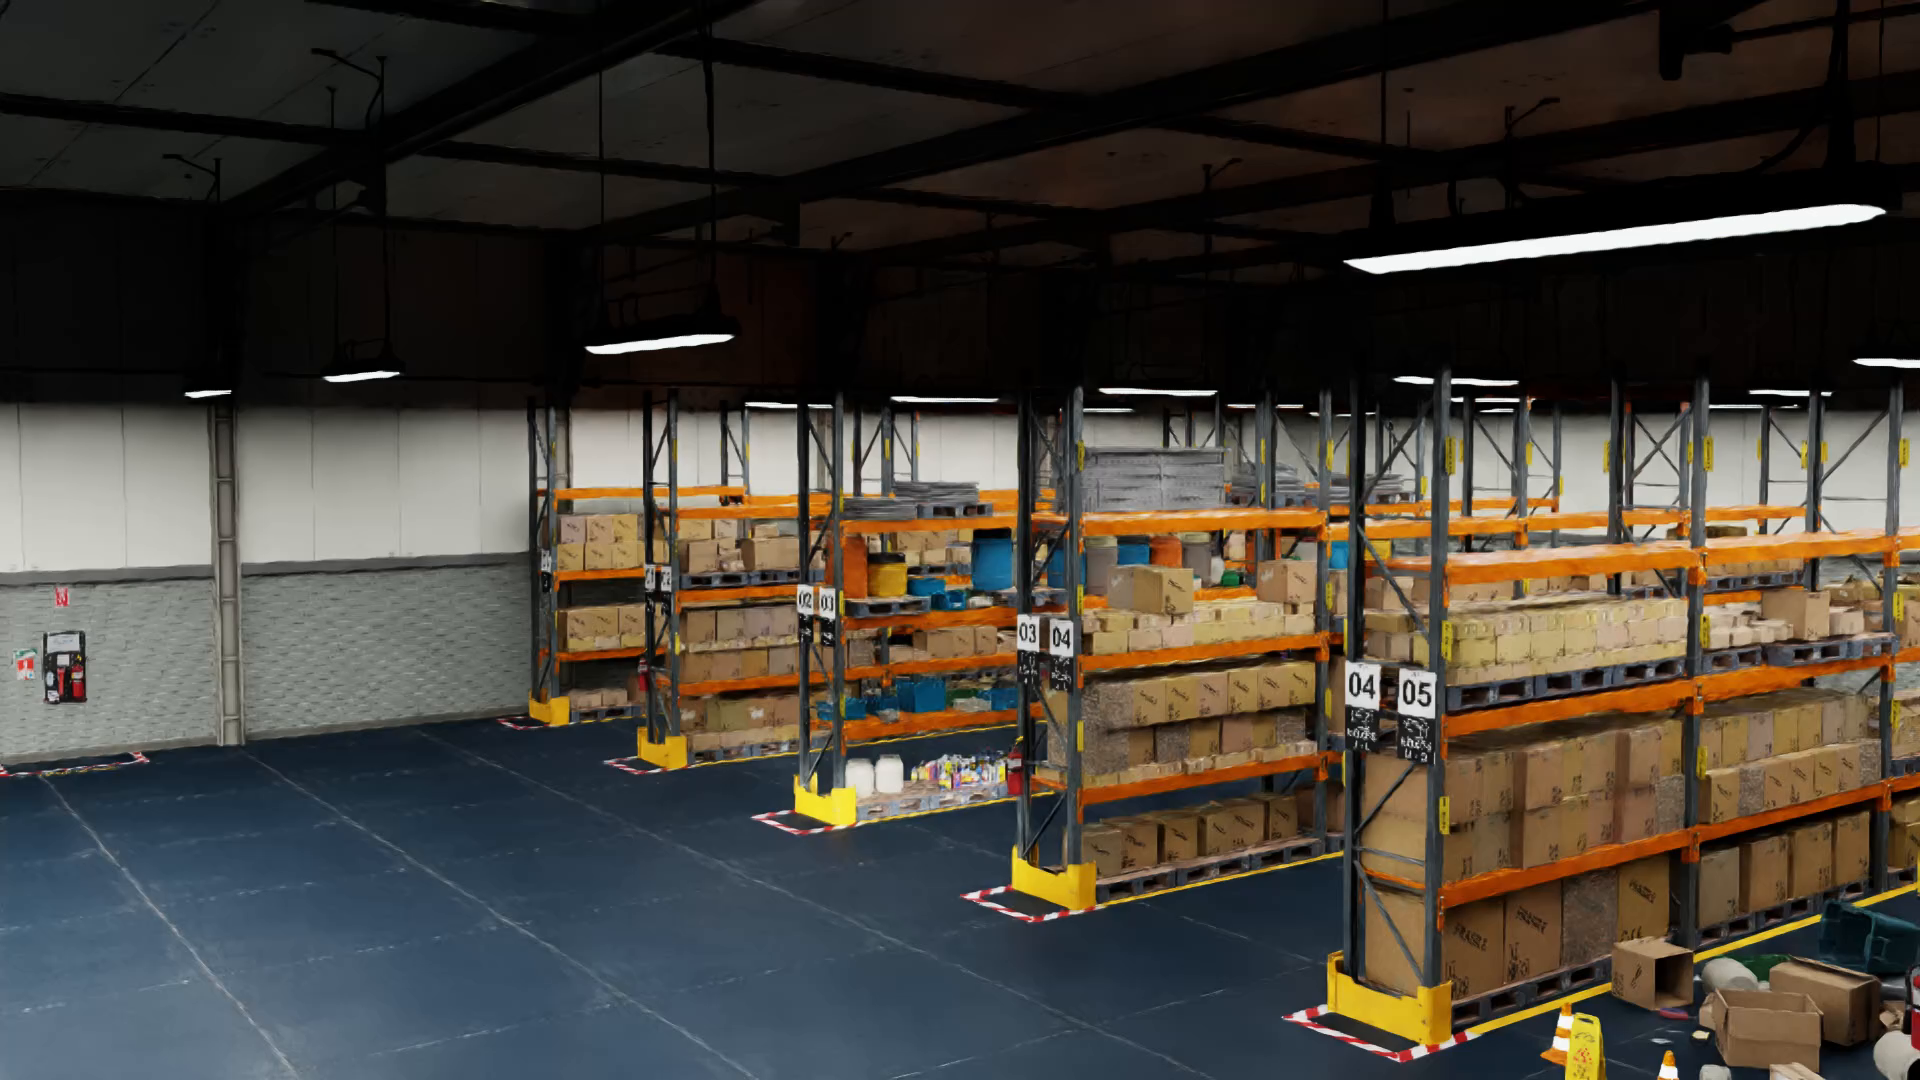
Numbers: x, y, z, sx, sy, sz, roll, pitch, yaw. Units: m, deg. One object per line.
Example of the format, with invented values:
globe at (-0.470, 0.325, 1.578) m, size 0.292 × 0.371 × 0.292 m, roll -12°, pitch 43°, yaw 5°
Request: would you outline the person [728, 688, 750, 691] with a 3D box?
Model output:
person at (-3.905, 2.516, 29.516) m, size 0.631 × 1.781 × 0.555 m, roll 0°, pitch 3°, yaw -7°
